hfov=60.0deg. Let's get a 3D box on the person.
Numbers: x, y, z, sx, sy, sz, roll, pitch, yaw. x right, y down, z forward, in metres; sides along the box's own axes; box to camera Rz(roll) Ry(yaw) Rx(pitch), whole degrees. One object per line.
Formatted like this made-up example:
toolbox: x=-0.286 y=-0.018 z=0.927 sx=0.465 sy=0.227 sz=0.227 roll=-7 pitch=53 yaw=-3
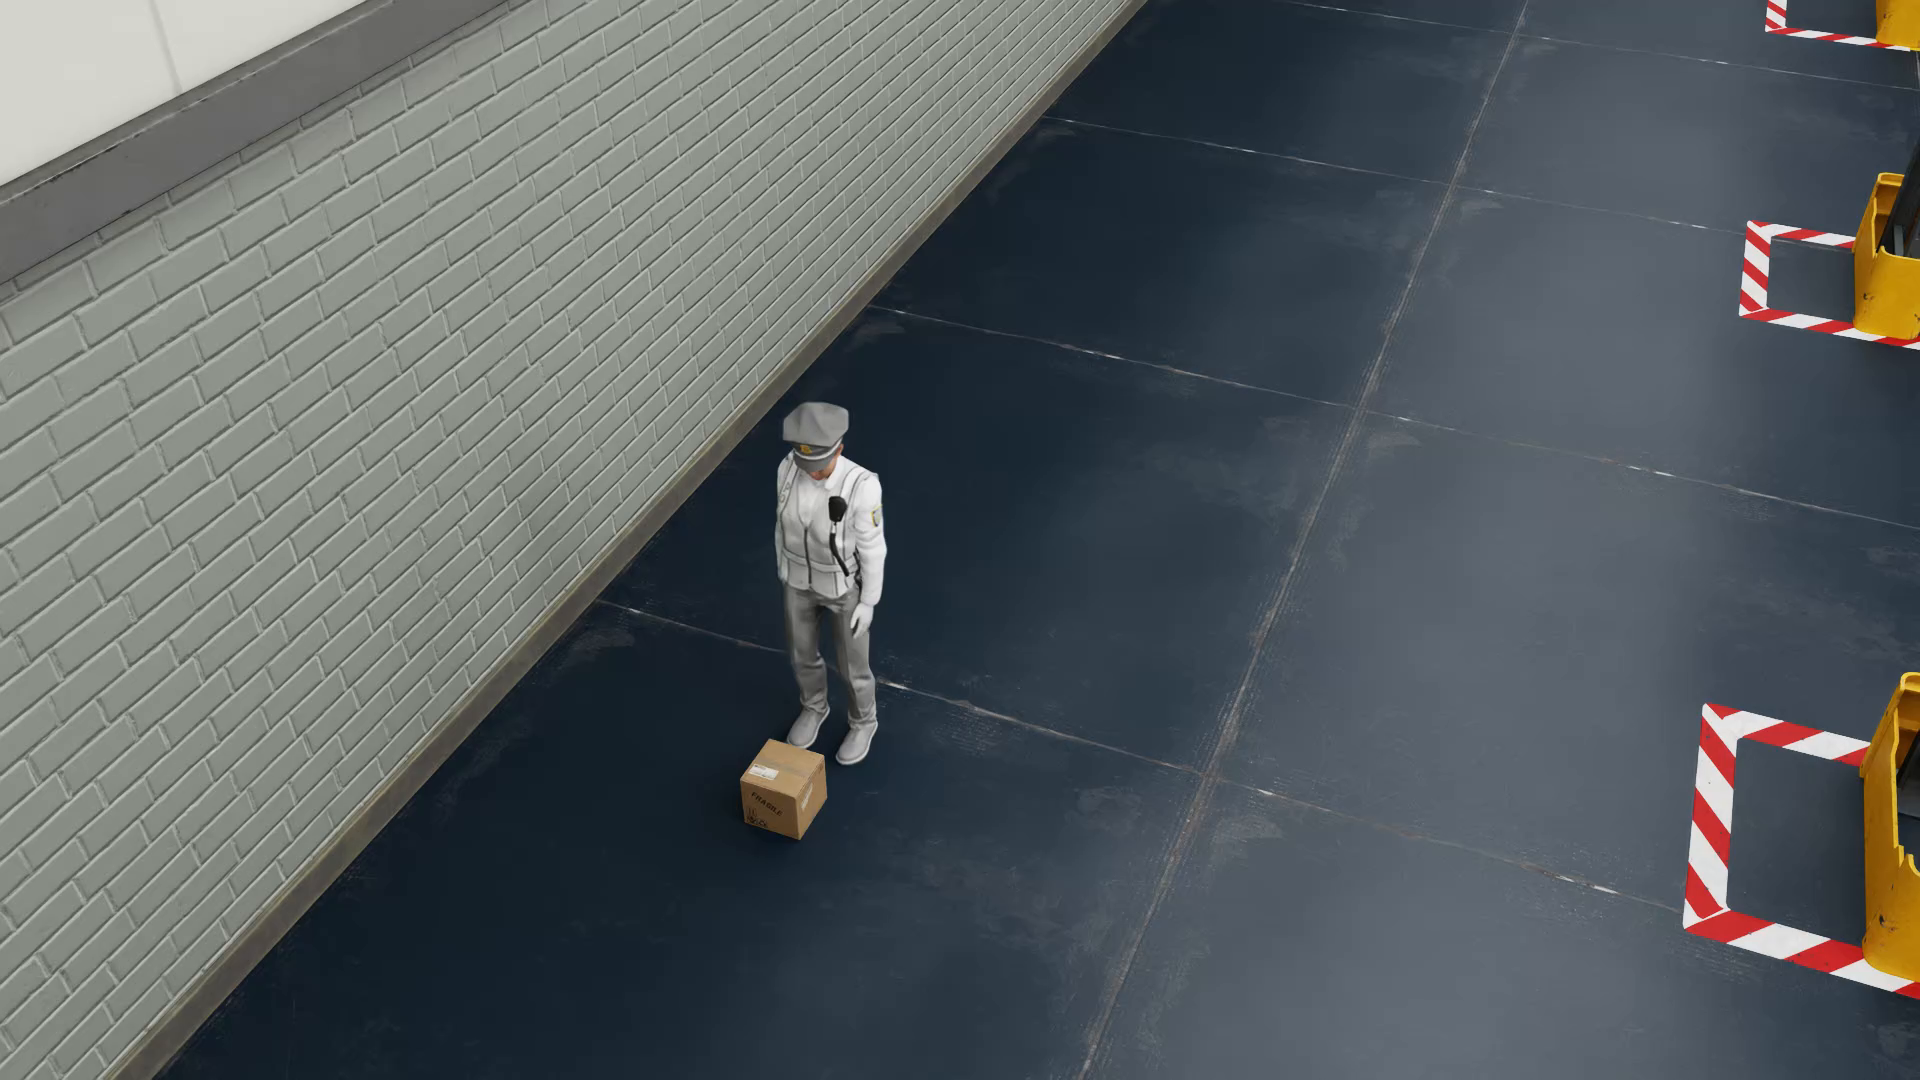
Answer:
person: x=-0.510 y=0.187 z=6.585 sx=0.474 sy=1.660 sz=0.327 roll=15 pitch=40 yaw=18
